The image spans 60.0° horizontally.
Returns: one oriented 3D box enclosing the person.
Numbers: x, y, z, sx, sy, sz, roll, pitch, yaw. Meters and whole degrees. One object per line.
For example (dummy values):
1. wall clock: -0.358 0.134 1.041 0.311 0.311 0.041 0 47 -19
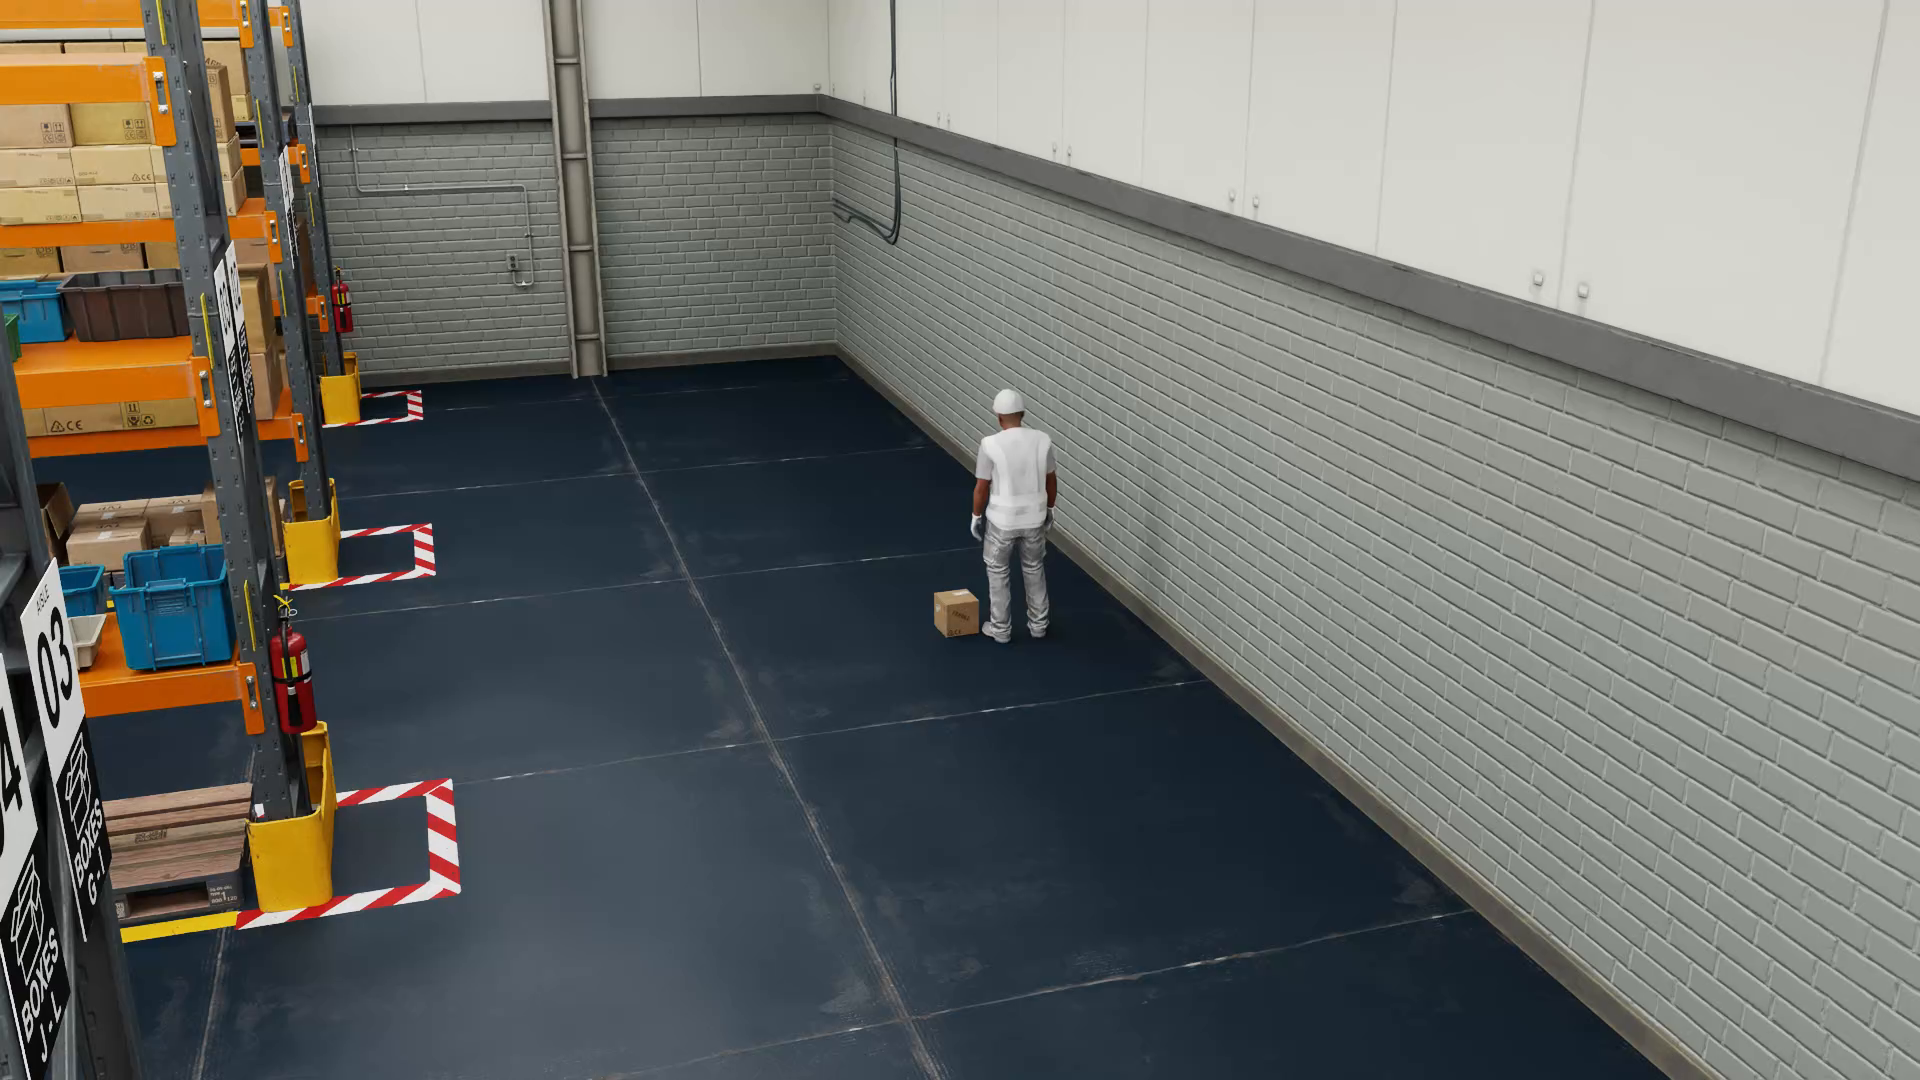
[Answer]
1. person: 0.376 -0.164 11.524 0.616 1.774 0.449 -6 20 -17
